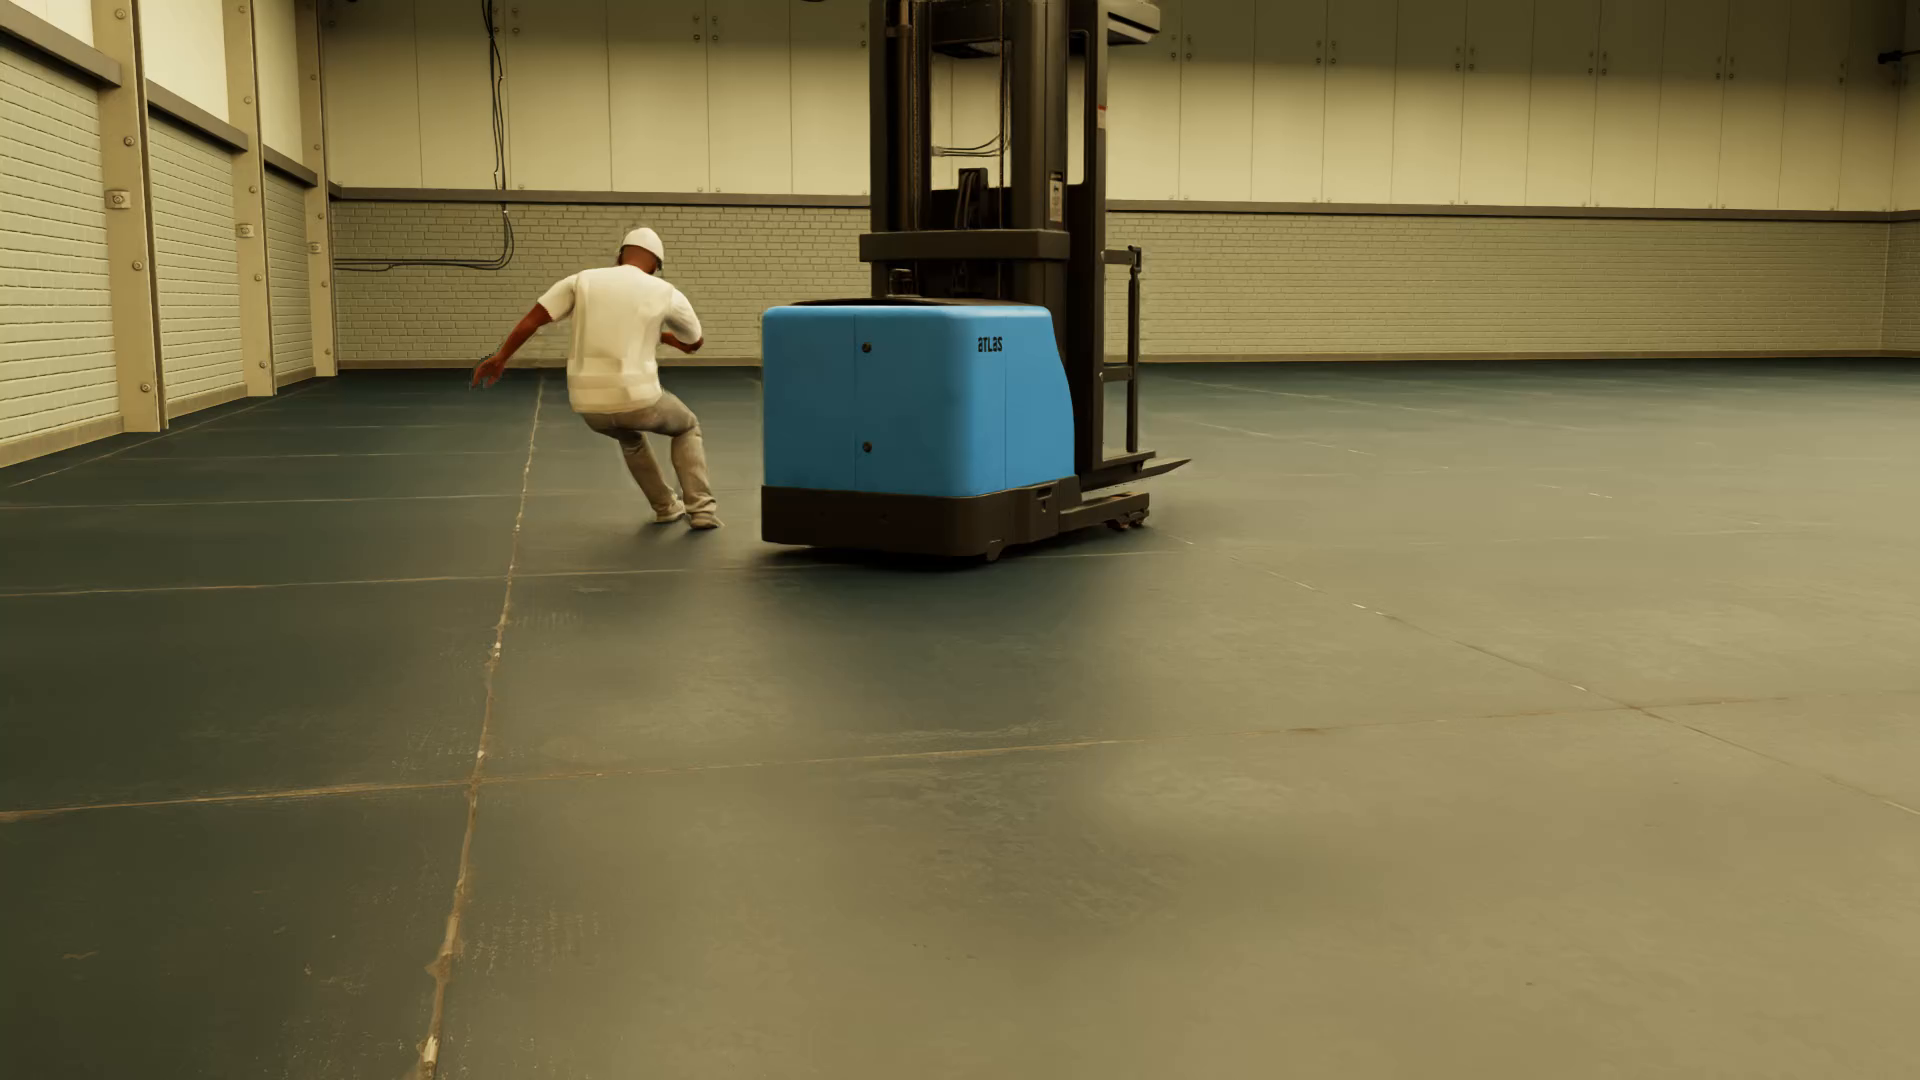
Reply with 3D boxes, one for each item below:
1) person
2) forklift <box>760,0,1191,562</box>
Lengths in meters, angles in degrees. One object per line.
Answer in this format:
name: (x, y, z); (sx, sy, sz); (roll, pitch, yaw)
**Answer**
person: (-1.680, -0.751, 8.031); (1.050, 1.487, 0.960); (1, 8, 7)
forklift: (0.286, -1.527, 8.039); (1.130, 2.935, 3.031); (4, 9, 28)
